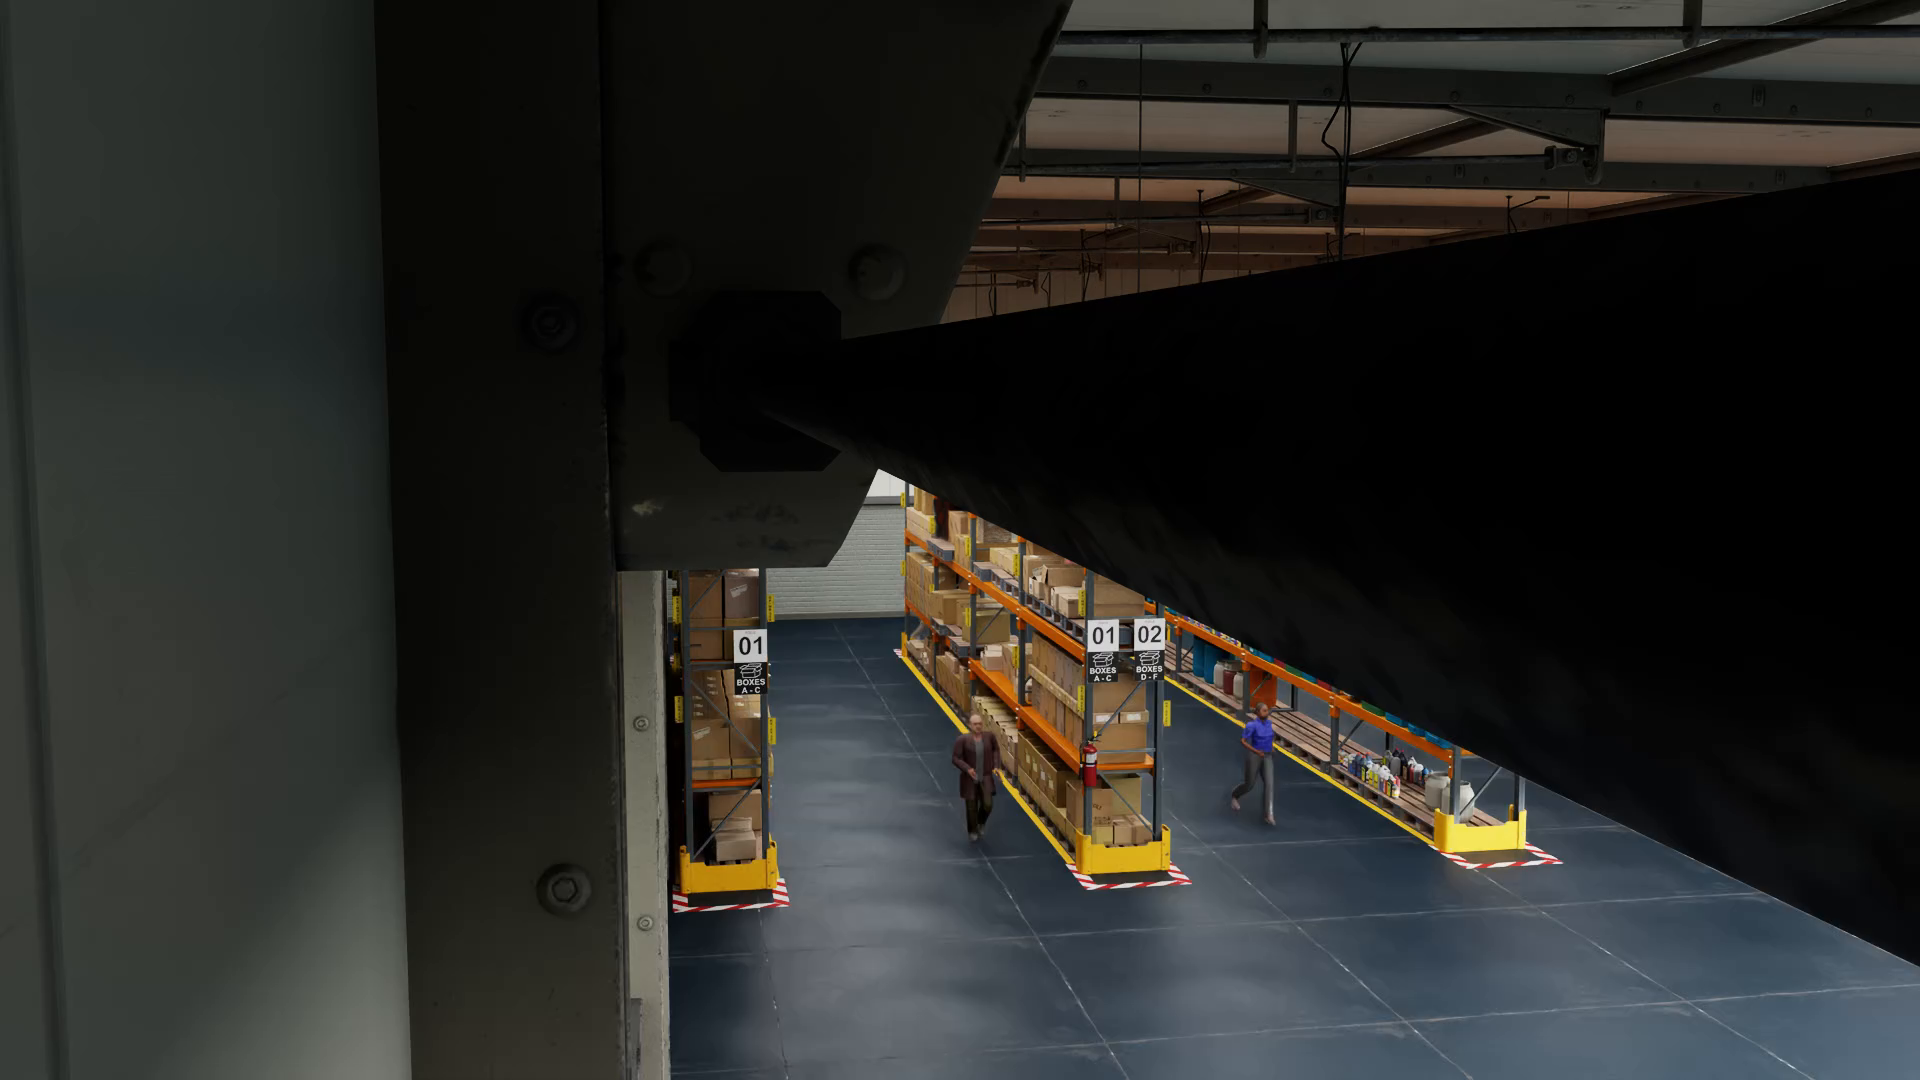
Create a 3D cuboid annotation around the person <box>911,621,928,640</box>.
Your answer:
[{"bbox_3d":[-0.690,1.532,38.089,0.871,1.742,0.681,1,6,9],"label":"person"}]

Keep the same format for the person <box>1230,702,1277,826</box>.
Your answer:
[{"bbox_3d":[4.207,3.092,23.329,0.618,1.647,0.958,-3,7,-26],"label":"person"}]

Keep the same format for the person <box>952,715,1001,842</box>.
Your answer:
[{"bbox_3d":[0.236,3.179,22.086,0.690,1.732,0.715,-1,6,-12],"label":"person"}]
